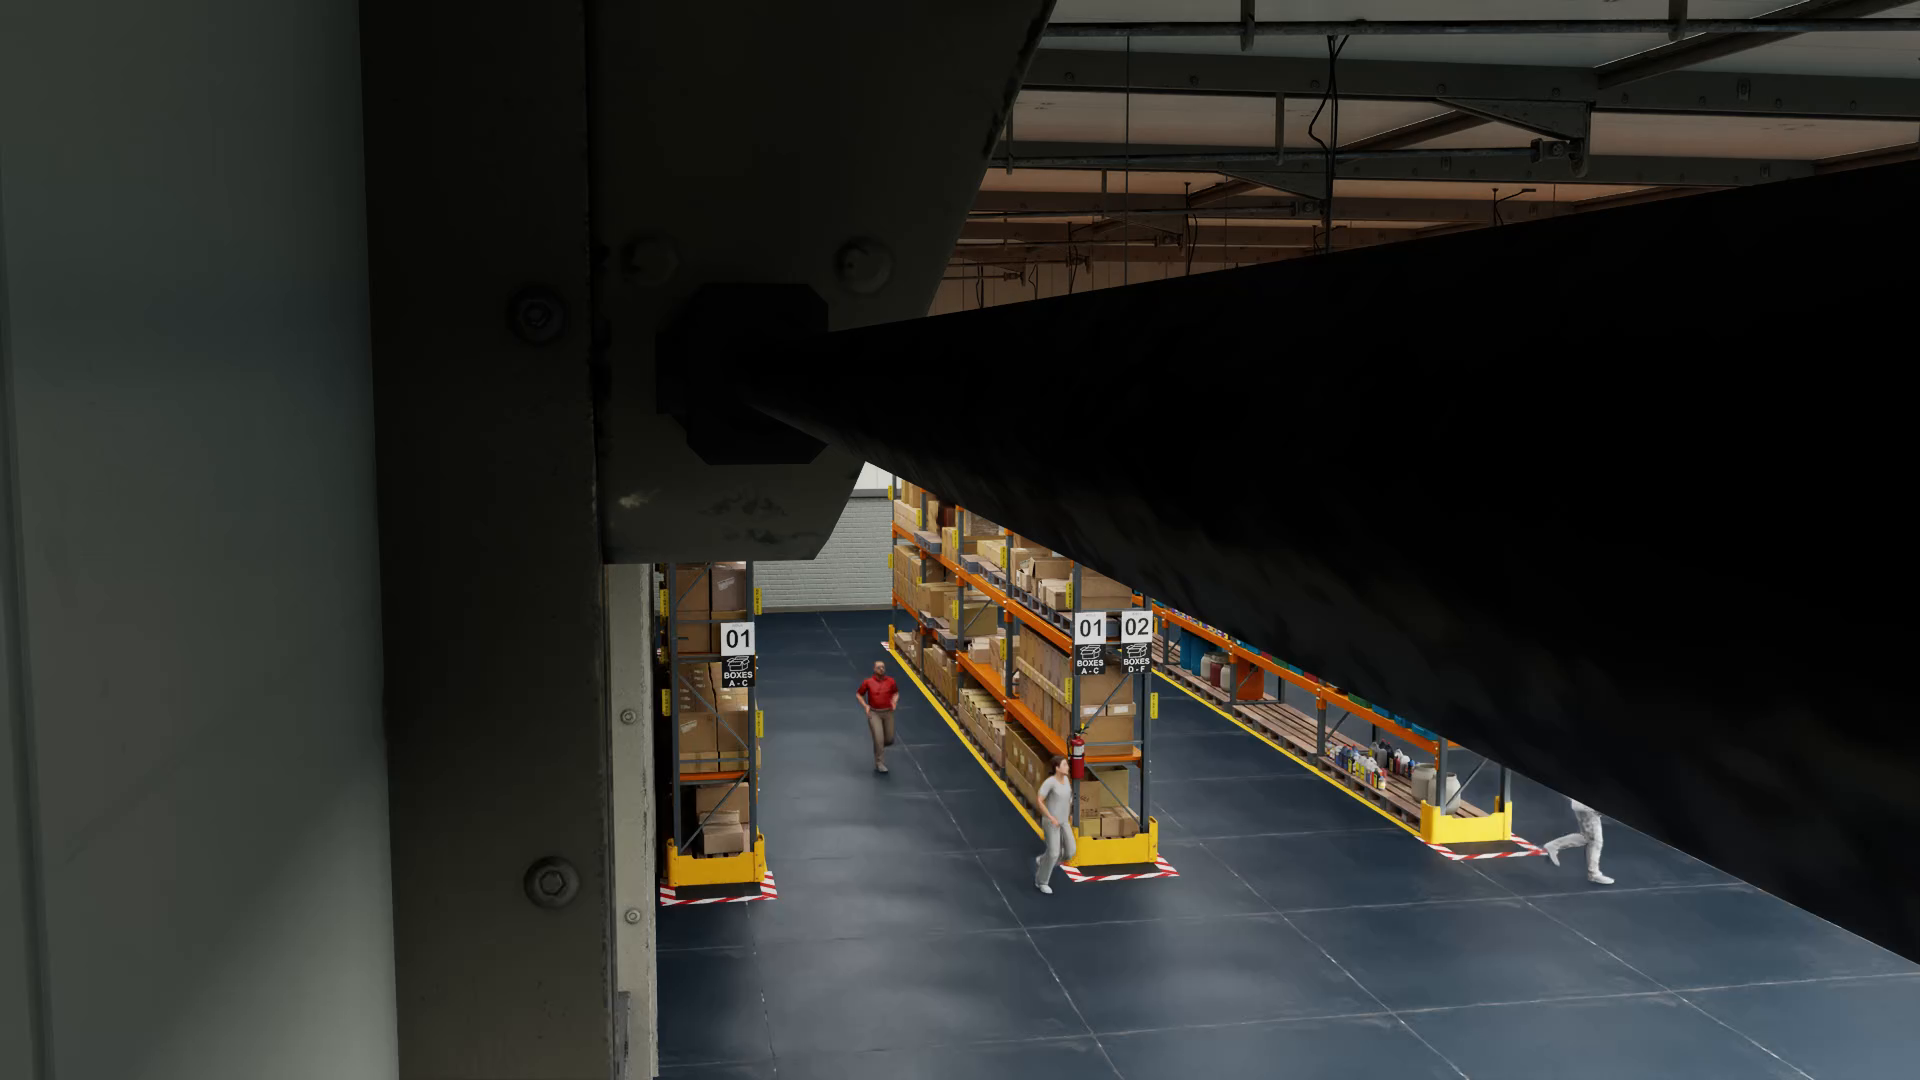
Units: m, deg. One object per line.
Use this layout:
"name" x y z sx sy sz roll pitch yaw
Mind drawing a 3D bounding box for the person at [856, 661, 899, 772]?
"person" -1.250 2.709 25.776 0.669 1.679 0.707 -2 7 -20

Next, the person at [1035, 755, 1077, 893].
"person" 1.173 3.389 19.958 0.617 1.626 0.533 -6 8 -43

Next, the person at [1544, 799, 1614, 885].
"person" 7.565 3.260 20.248 0.829 1.776 0.694 3 7 29
